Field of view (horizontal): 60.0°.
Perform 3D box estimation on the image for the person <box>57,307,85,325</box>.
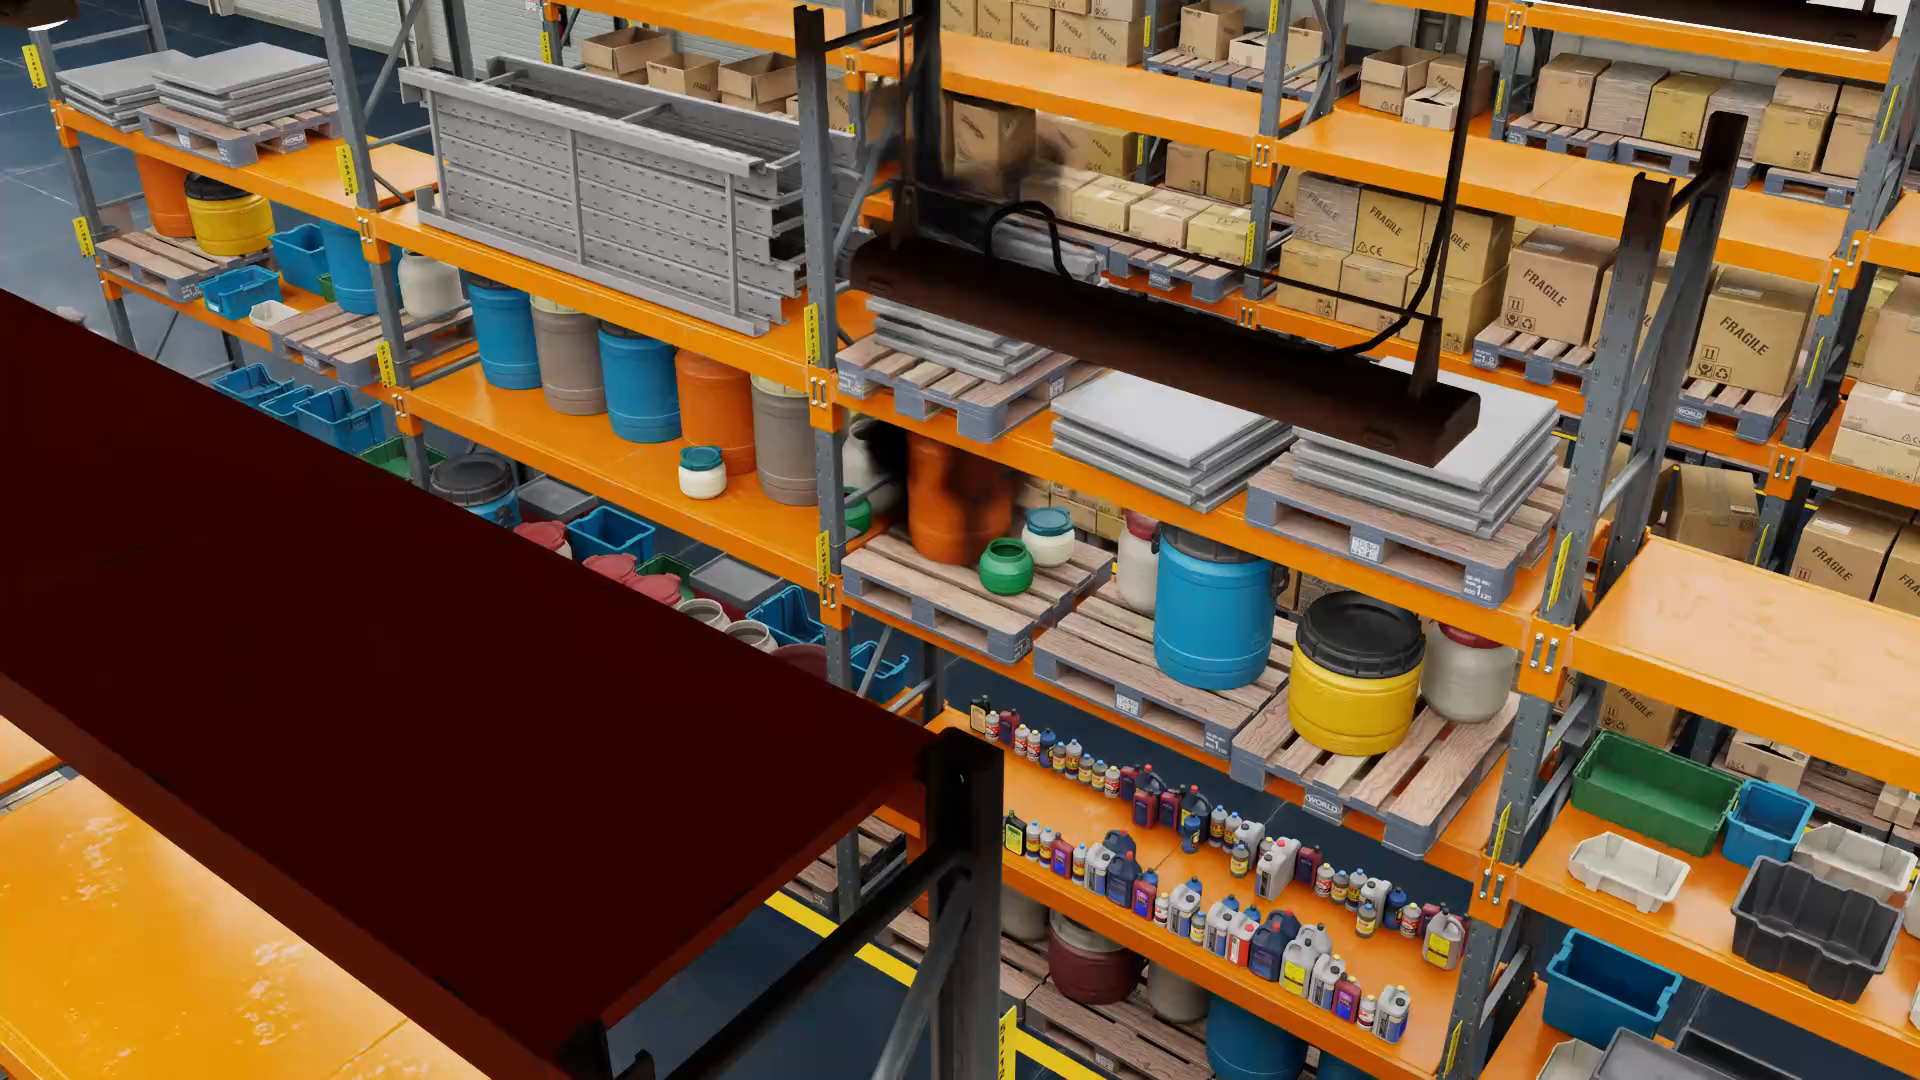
[{"bbox_3d":[-8.317,-1.371,15.871,0.704,1.810,0.687,-6,32,-10],"label":"person"}]
